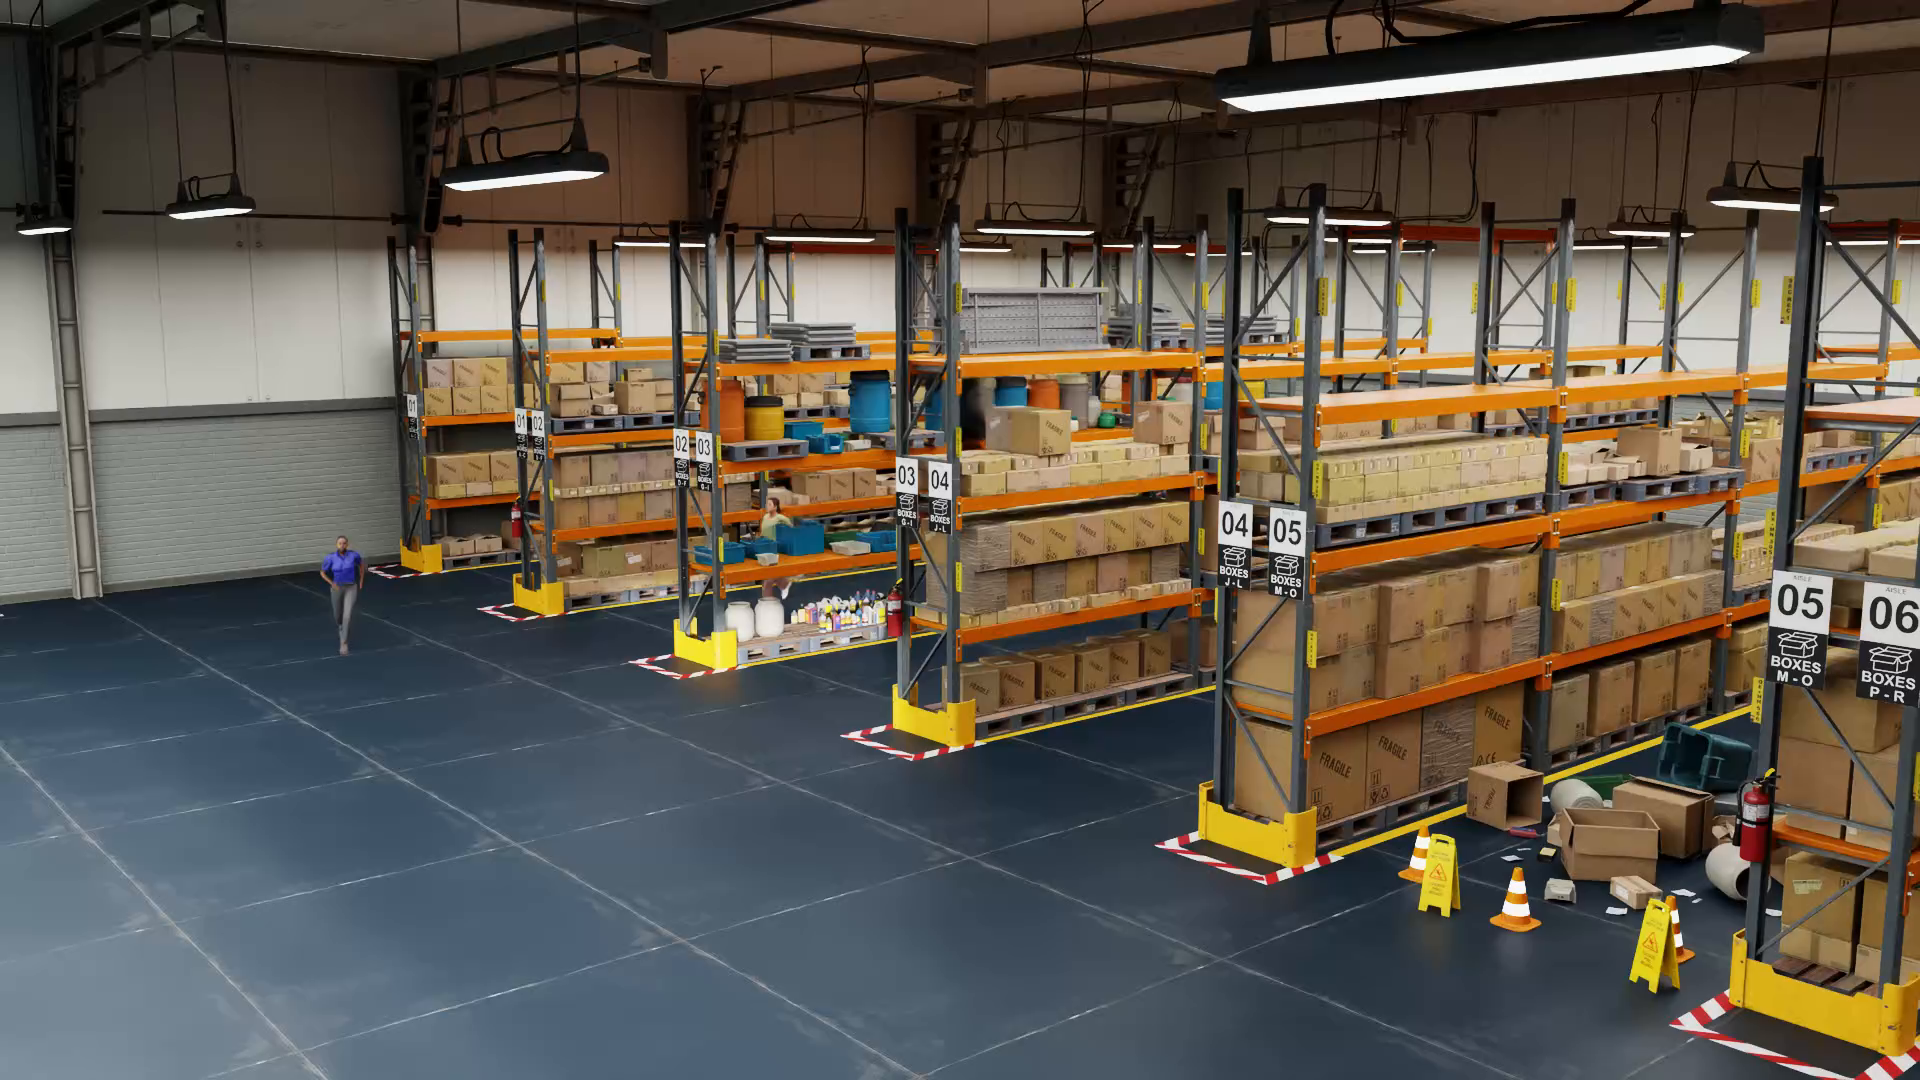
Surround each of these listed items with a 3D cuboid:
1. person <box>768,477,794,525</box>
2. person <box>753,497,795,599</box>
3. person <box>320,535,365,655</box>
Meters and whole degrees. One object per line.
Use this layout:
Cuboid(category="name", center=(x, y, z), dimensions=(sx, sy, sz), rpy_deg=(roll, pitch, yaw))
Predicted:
Cuboid(category="person", center=(-3.286, -0.406, 31.379), dimensions=(0.973, 1.624, 0.611), rpy_deg=(-7, 11, -36))
Cuboid(category="person", center=(-2.837, 0.178, 25.470), dimensions=(0.588, 1.687, 0.712), rpy_deg=(8, 12, 41))
Cuboid(category="person", center=(-8.779, 0.736, 23.699), dimensions=(0.599, 1.650, 0.928), rpy_deg=(-3, 9, -21))
